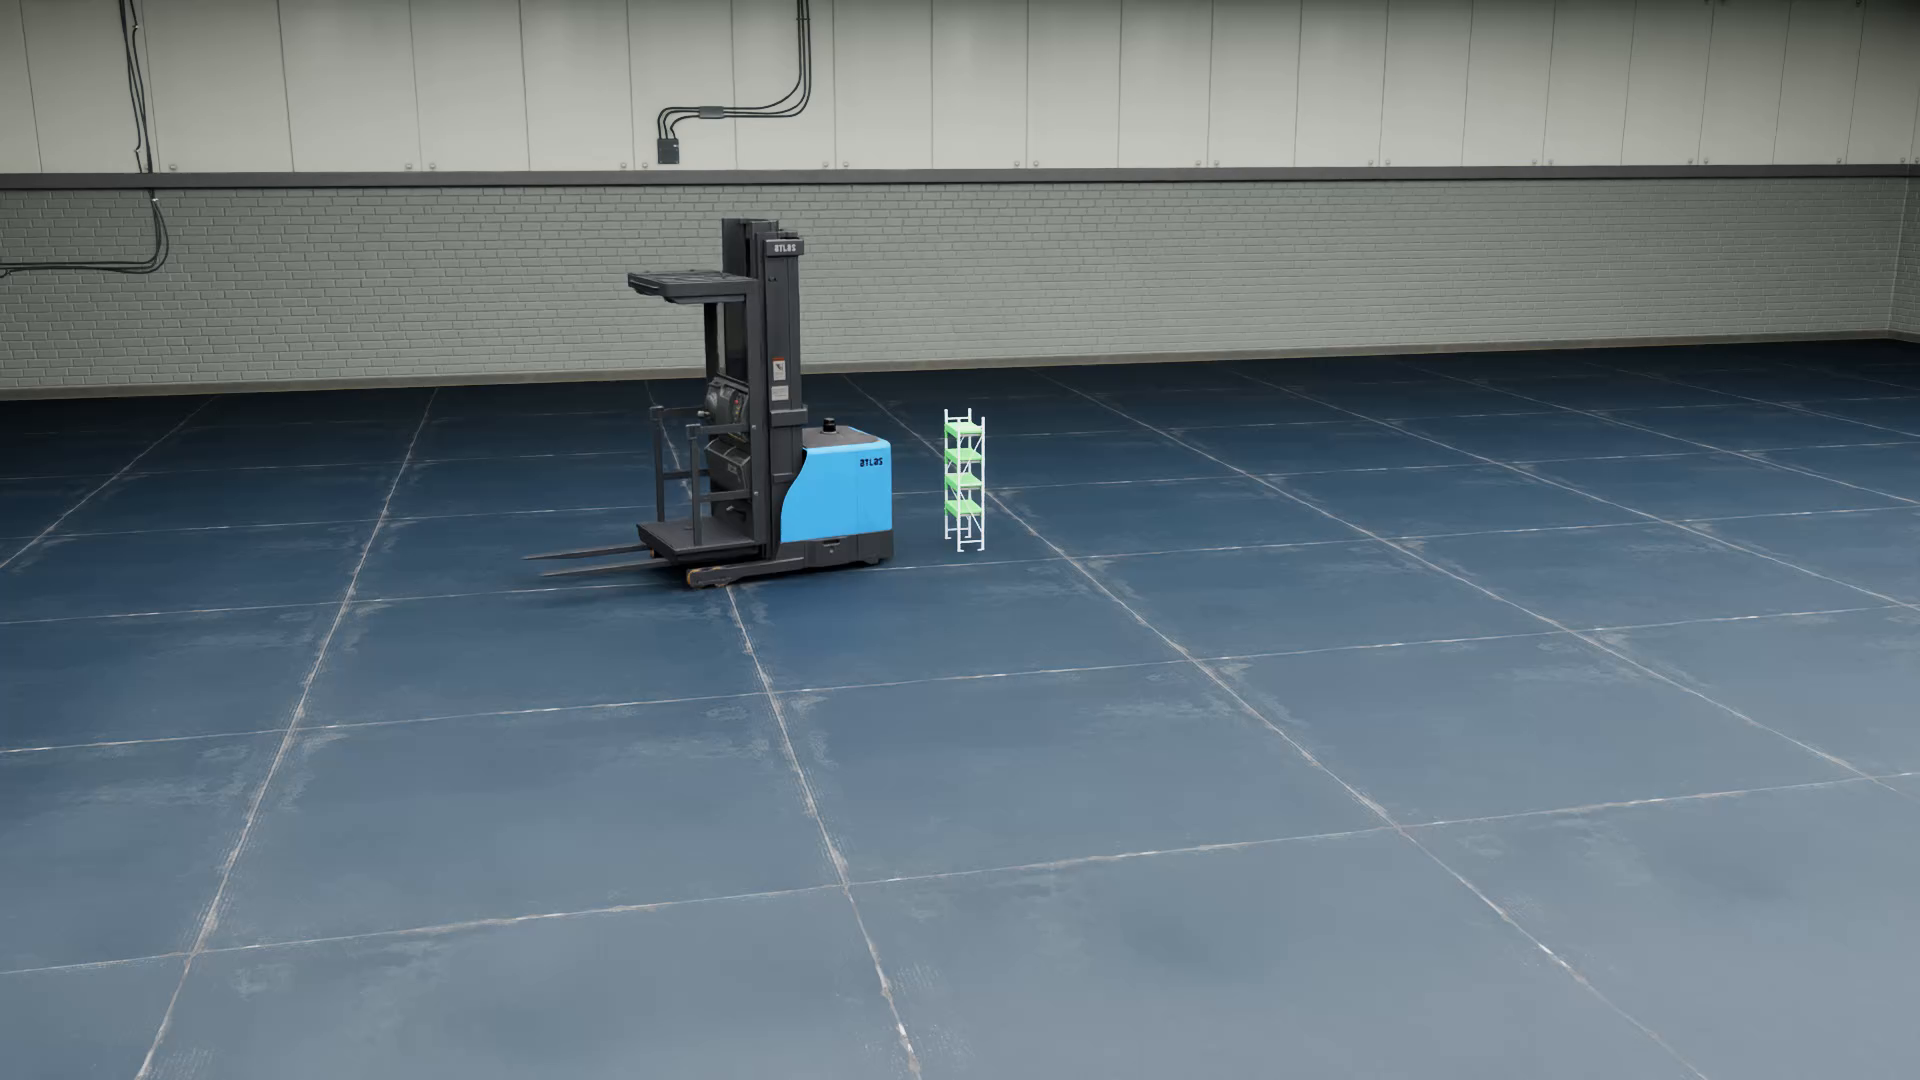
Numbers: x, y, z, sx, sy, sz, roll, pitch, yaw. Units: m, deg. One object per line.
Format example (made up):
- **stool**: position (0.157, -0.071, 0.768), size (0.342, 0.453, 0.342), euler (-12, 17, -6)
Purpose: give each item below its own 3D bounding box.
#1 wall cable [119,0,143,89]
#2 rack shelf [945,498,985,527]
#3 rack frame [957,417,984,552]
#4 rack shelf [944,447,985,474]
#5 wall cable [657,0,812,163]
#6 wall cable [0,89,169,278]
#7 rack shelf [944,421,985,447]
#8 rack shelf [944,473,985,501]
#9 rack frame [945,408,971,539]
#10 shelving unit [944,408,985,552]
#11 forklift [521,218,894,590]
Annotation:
- **wall cable**: position (-9.924, -7.451, 22.688), size (3.097, 2.526, 0.112), euler (-3, 14, -13)
- **rack shelf**: position (0.039, -0.249, 15.023), size (0.258, 0.148, 0.480), euler (-3, 14, -13)
- **rack frame**: position (0.096, -0.488, 14.721), size (0.240, 1.200, 0.015), euler (-3, 14, -13)
- **rack shelf**: position (0.039, -0.716, 14.910), size (0.258, 0.148, 0.480), euler (-3, 14, -13)
- **wall cable**: position (-3.322, -8.533, 24.049), size (2.305, 6.003, 0.169), euler (-3, 14, -13)
- **wall cable**: position (-12.554, -4.847, 22.670), size (3.097, 2.526, 0.112), euler (-3, 14, -13)
- **rack shelf**: position (0.039, -0.949, 14.853), size (0.258, 0.148, 0.480), euler (-3, 14, -13)
- **rack shelf**: position (0.039, -0.483, 14.966), size (0.258, 0.148, 0.480), euler (-3, 14, -13)
- **rack frame**: position (-0.018, -0.601, 15.182), size (0.240, 1.200, 0.015), euler (-3, 14, -13)
- **shelving unit**: position (0.039, -0.545, 14.951), size (0.258, 1.200, 0.503), euler (-3, 14, -13)
- **forklift**: position (-2.126, -1.161, 13.826), size (3.031, 2.935, 1.130), euler (-7, 15, -26)
